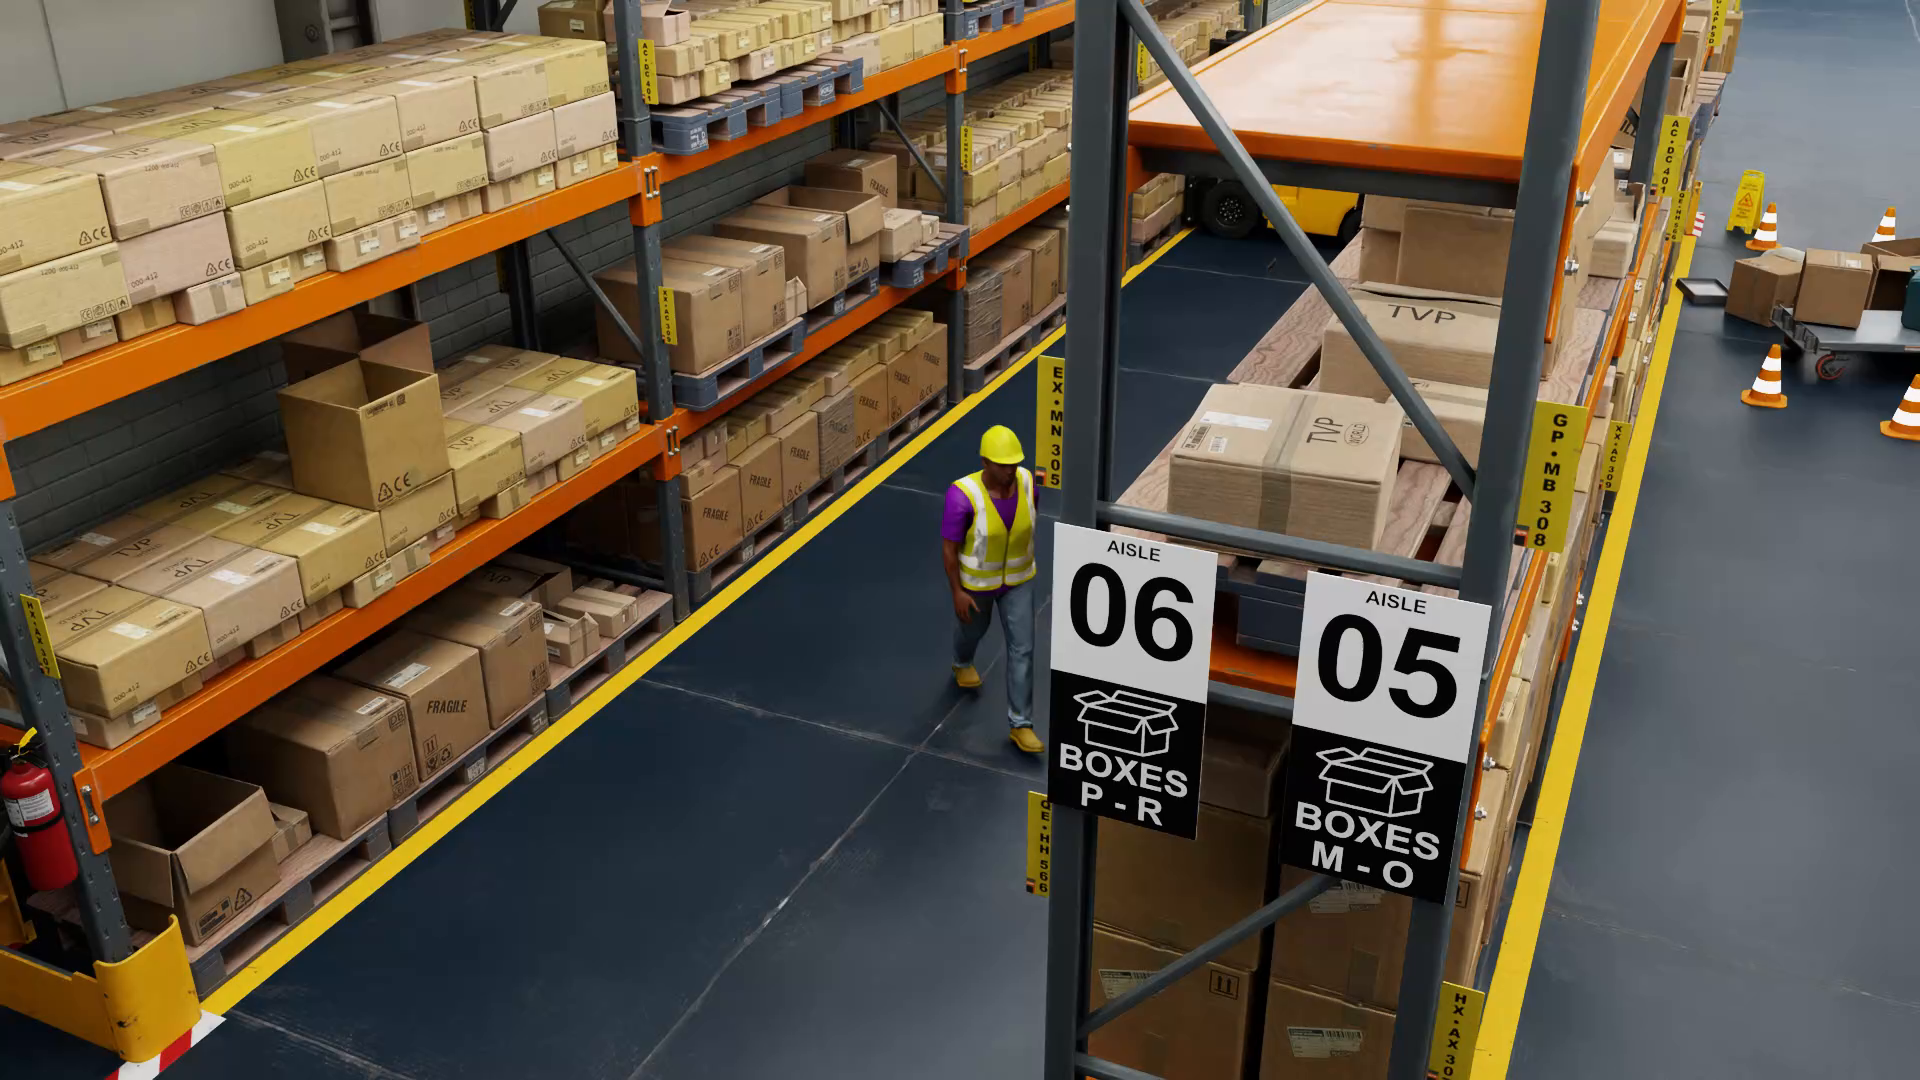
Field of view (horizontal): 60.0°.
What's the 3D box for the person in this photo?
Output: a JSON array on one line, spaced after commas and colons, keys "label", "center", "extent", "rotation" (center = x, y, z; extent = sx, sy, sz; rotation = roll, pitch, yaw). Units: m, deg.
[{"label": "person", "center": [0.165, 0.199, 8.701], "extent": [0.555, 1.726, 1.028], "rotation": [-7, 27, -14]}]
